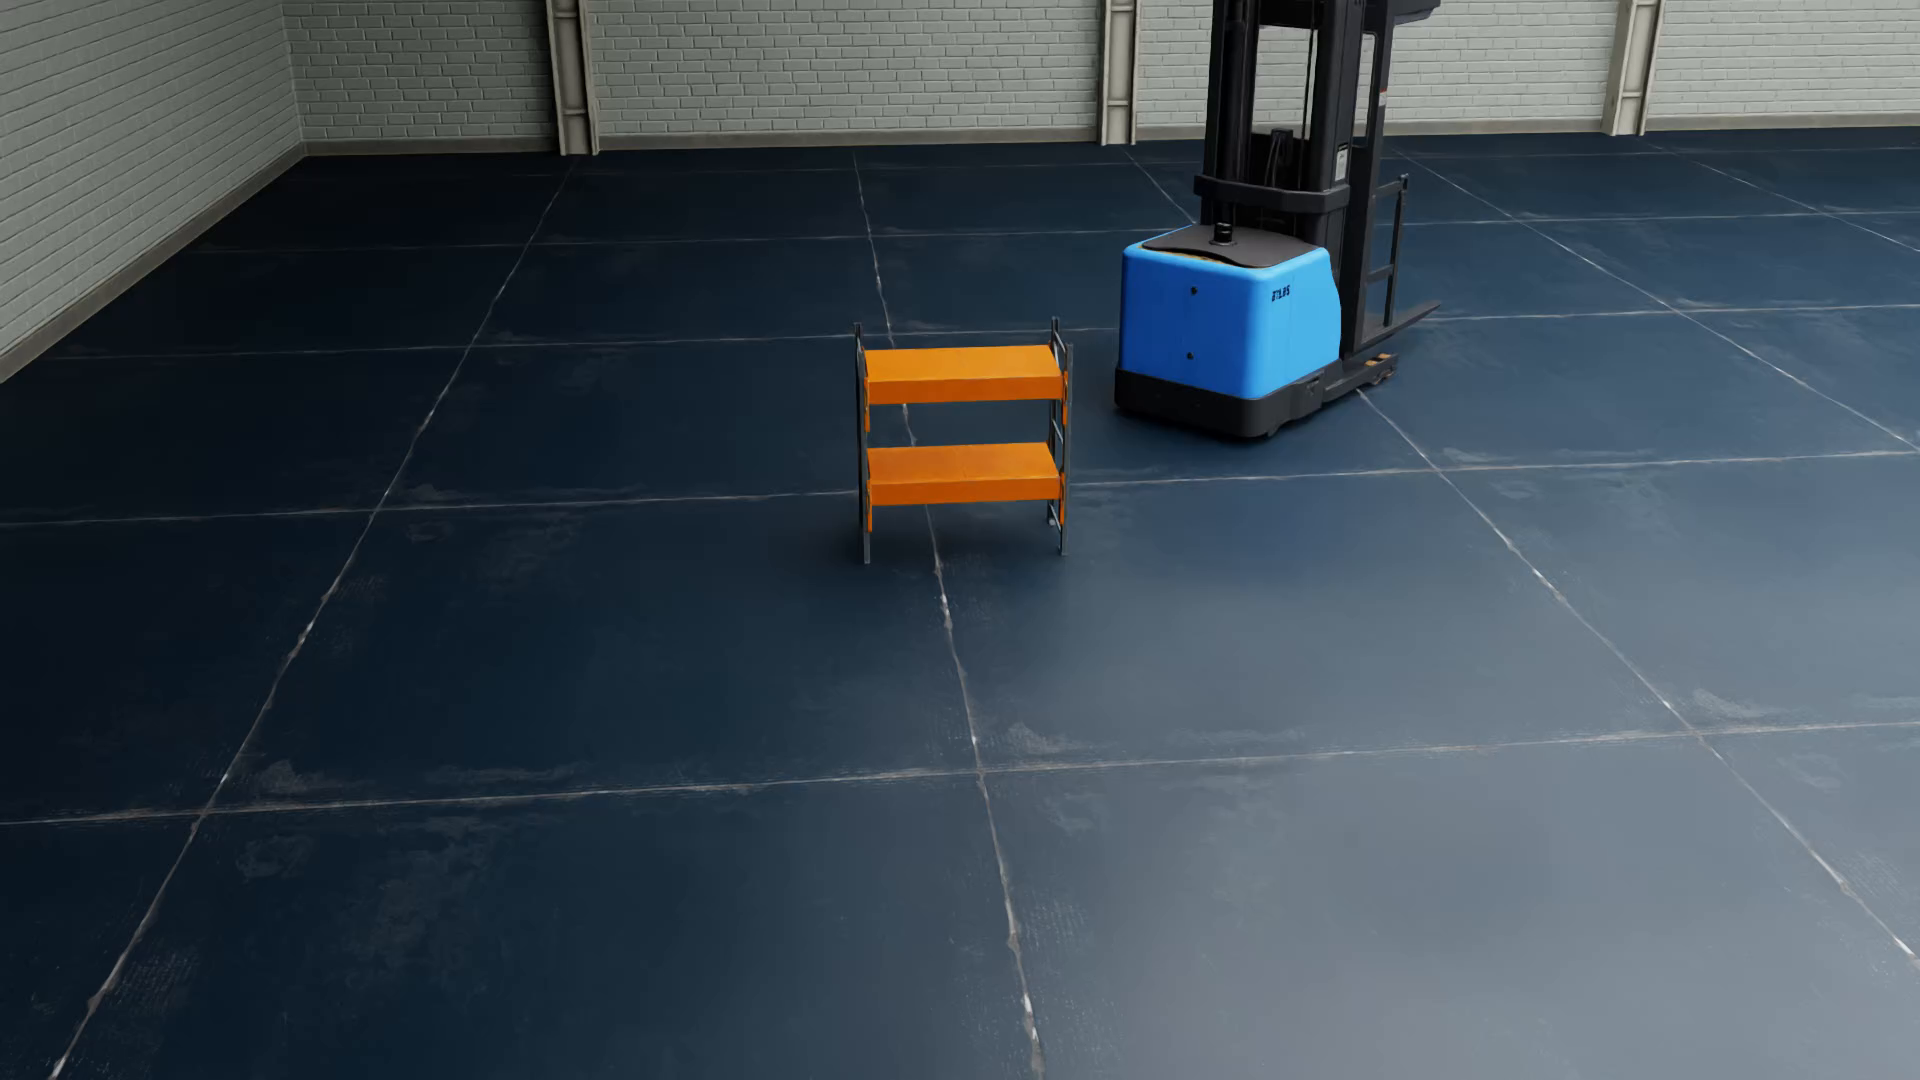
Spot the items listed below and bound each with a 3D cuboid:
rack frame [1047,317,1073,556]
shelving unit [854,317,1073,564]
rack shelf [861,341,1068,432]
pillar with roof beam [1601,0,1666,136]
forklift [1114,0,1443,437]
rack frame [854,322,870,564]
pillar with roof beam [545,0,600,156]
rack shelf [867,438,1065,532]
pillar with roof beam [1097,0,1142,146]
[{"bbox_3d":[0.513,-0.535,8.568,0.032,1.125,0.500,-2,24,-5],"label":"rack frame"},{"bbox_3d":[0.007,-0.514,8.522,1.048,1.125,0.538,-2,24,-5],"label":"shelving unit"},{"bbox_3d":[0.007,-0.782,8.403,1.000,0.278,0.538,-2,24,-5],"label":"rack shelf"},{"bbox_3d":[8.167,-7.131,13.715,0.400,9.000,9.100,-2,24,-5],"label":"pillar with roof beam"},{"bbox_3d":[2.298,-2.481,10.723,1.130,2.935,3.031,18,30,35],"label":"forklift"},{"bbox_3d":[-0.499,-0.494,8.476,0.032,1.125,0.500,-2,24,-5],"label":"rack frame"},{"bbox_3d":[-3.775,-6.652,12.637,0.400,9.000,9.100,-2,24,-5],"label":"pillar with roof beam"},{"bbox_3d":[0.007,-0.291,8.621,1.000,0.278,0.538,-2,24,-5],"label":"rack shelf"},{"bbox_3d":[2.196,-6.892,13.176,0.400,9.000,9.100,-2,24,-5],"label":"pillar with roof beam"}]
